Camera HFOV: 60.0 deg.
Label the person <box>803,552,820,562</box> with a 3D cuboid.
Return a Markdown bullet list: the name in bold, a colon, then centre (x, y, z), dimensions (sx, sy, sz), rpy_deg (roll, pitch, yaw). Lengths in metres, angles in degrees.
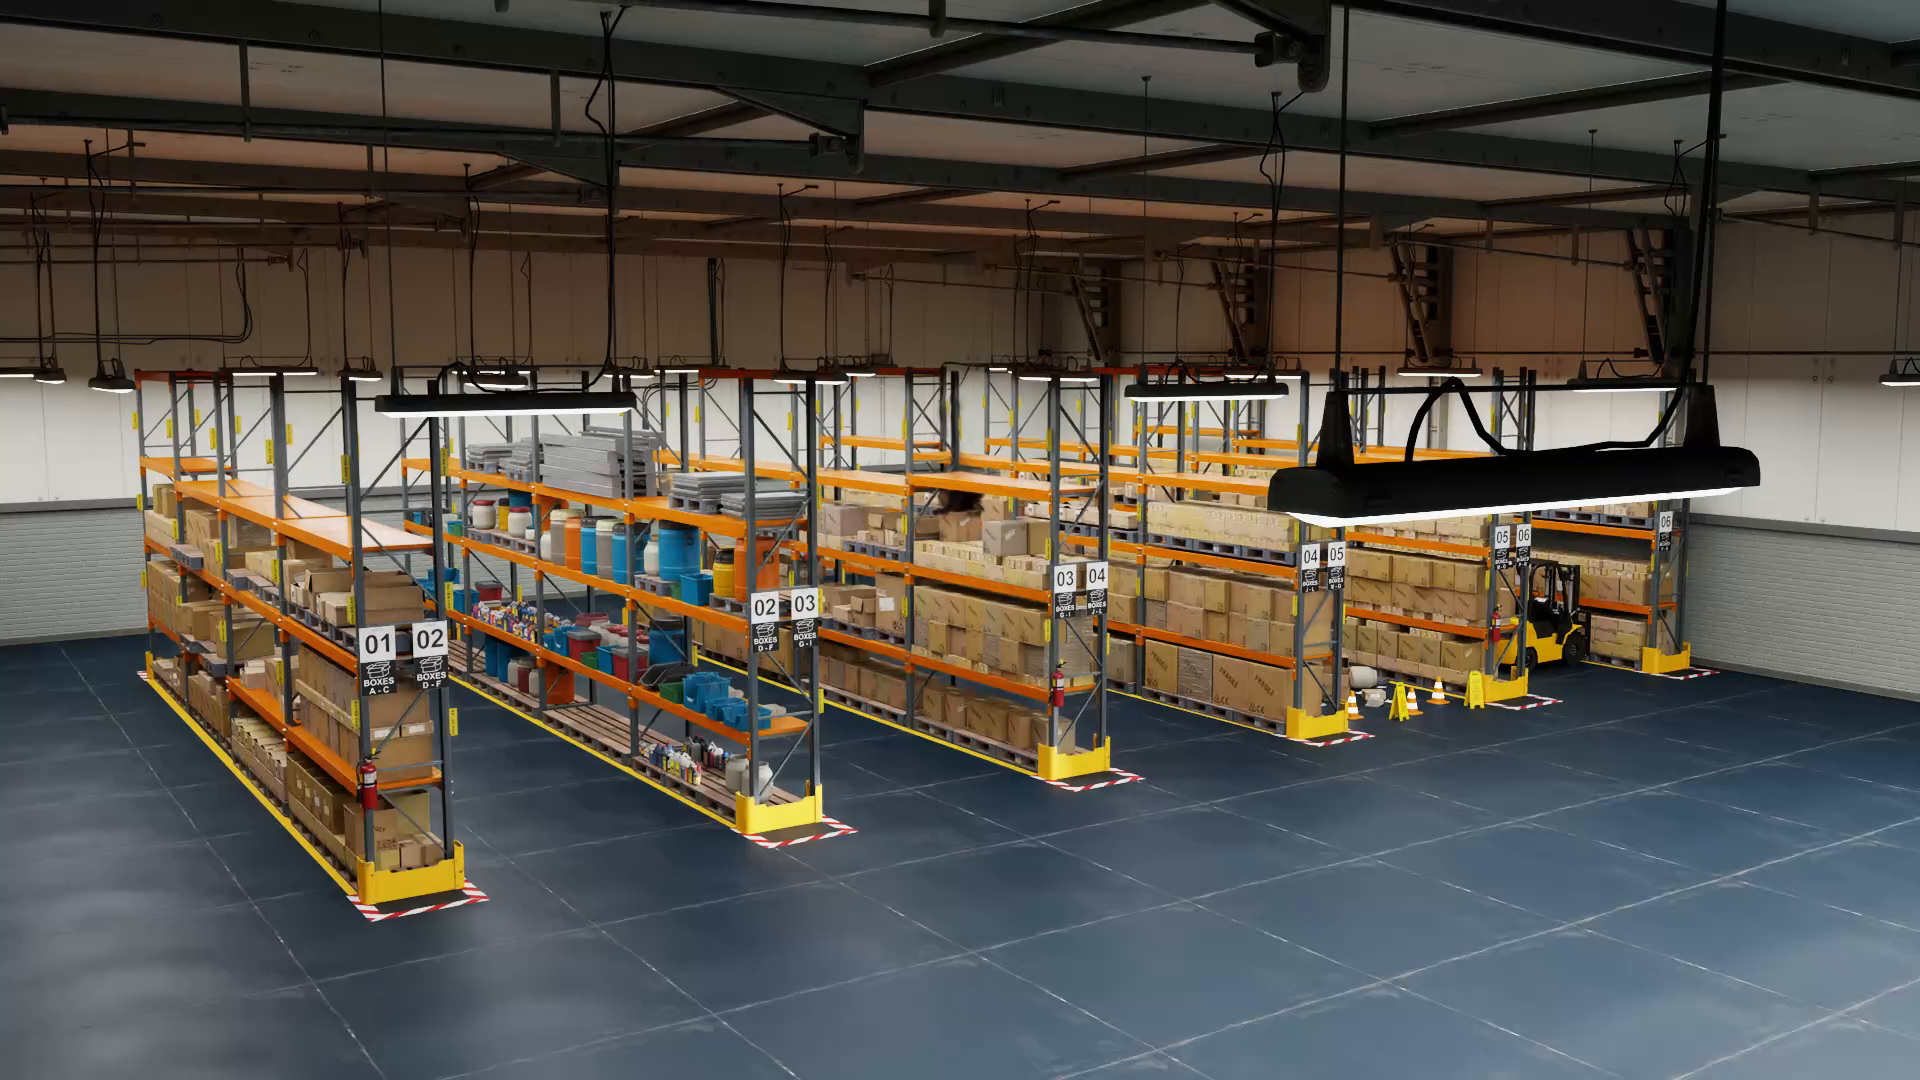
- **person**: centre (-3.732, 0.815, 41.610), dimensions (0.655, 1.689, 0.581), rpy_deg (4, 8, 32)
